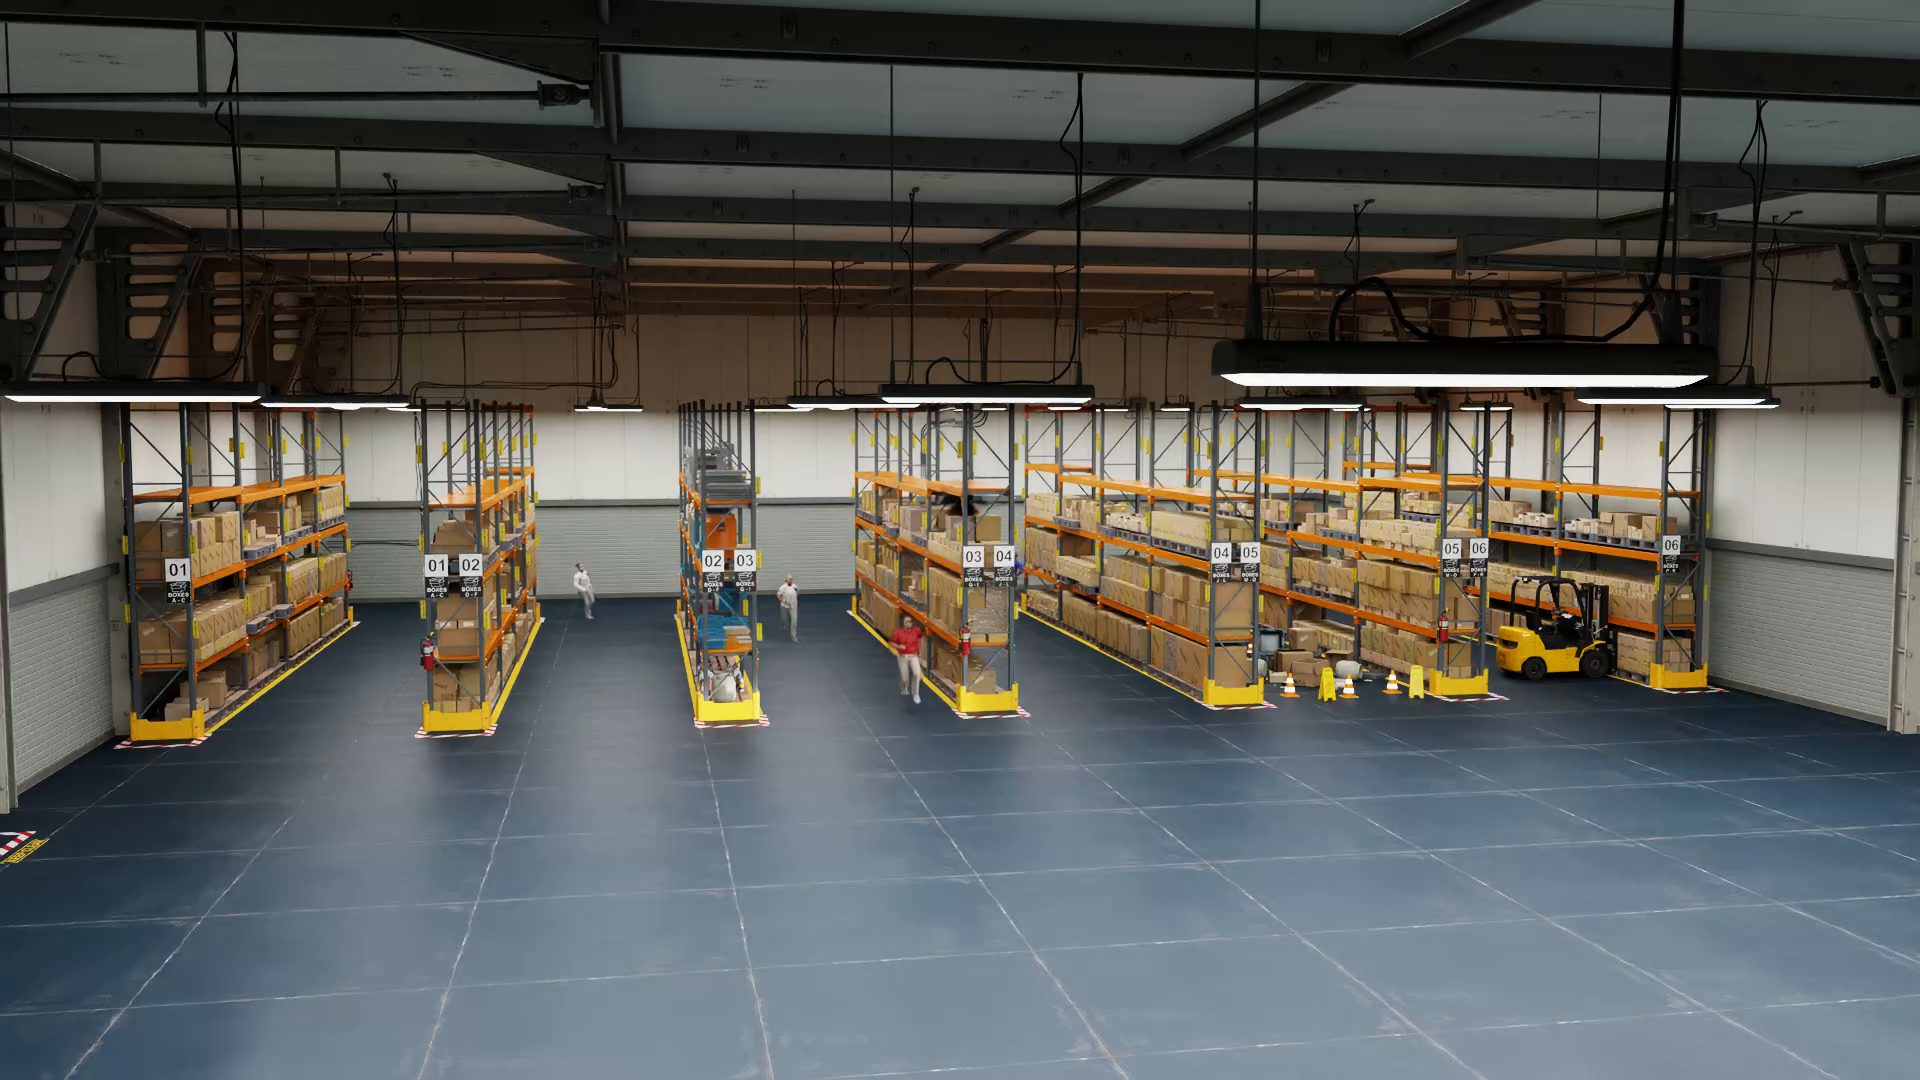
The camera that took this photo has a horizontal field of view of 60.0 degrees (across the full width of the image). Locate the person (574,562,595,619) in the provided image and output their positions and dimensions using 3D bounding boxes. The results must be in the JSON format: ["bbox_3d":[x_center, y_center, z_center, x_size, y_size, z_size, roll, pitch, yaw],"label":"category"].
[{"bbox_3d":[-10.464,1.413,46.387,0.516,1.625,0.638,4,6,40],"label":"person"}]

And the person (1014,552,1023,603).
[{"bbox_3d":[1.588,1.178,49.833,0.738,1.671,0.641,0,4,-6],"label":"person"}]

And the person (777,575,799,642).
[{"bbox_3d":[-4.381,1.723,42.433,0.578,1.670,1.063,-1,4,-15],"label":"person"}]

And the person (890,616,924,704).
[{"bbox_3d":[-1.014,2.298,32.219,0.684,1.672,0.837,-1,4,-7],"label":"person"}]
